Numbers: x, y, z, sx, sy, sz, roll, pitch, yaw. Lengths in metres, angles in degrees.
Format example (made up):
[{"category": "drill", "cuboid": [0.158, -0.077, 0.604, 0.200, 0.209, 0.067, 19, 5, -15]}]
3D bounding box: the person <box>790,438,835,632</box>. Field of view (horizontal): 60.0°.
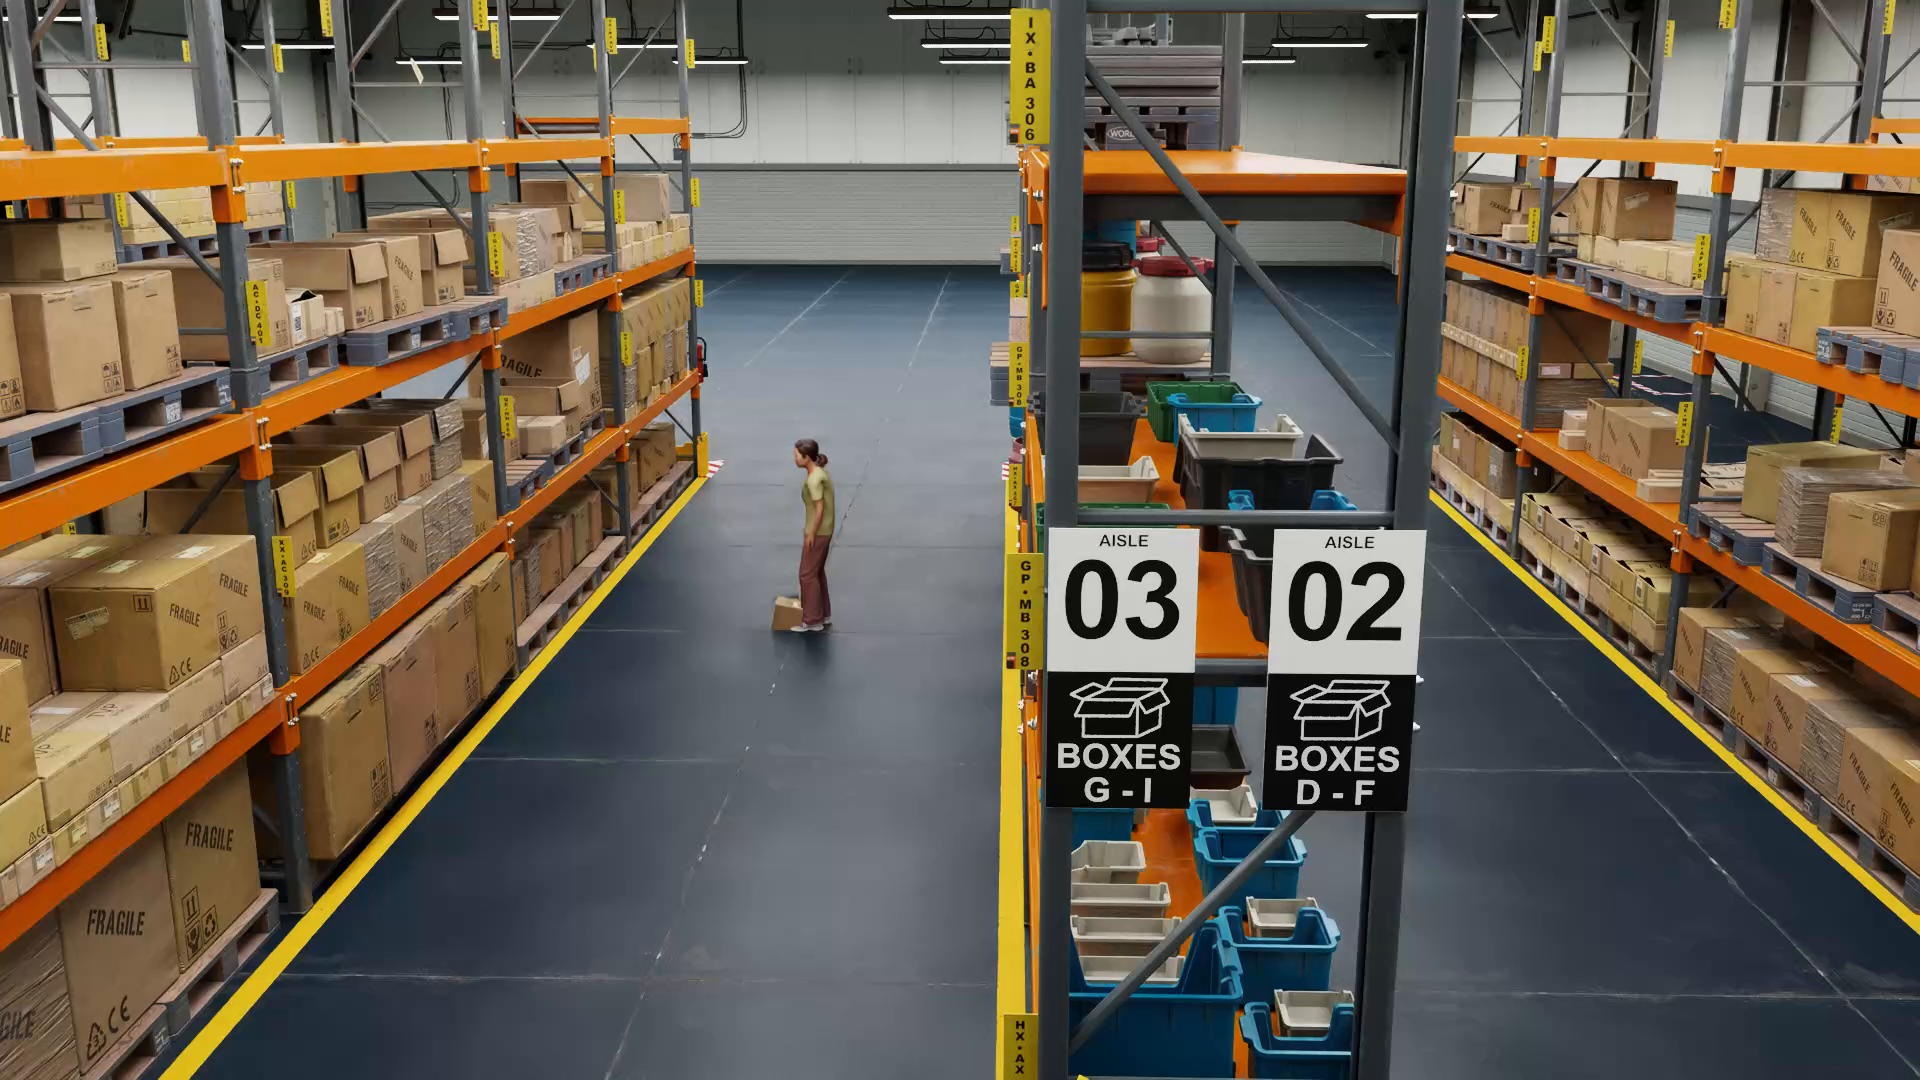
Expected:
[{"category": "person", "cuboid": [-1.275, -0.051, 14.208, 0.414, 1.673, 0.493, 0, 14, 0]}]
